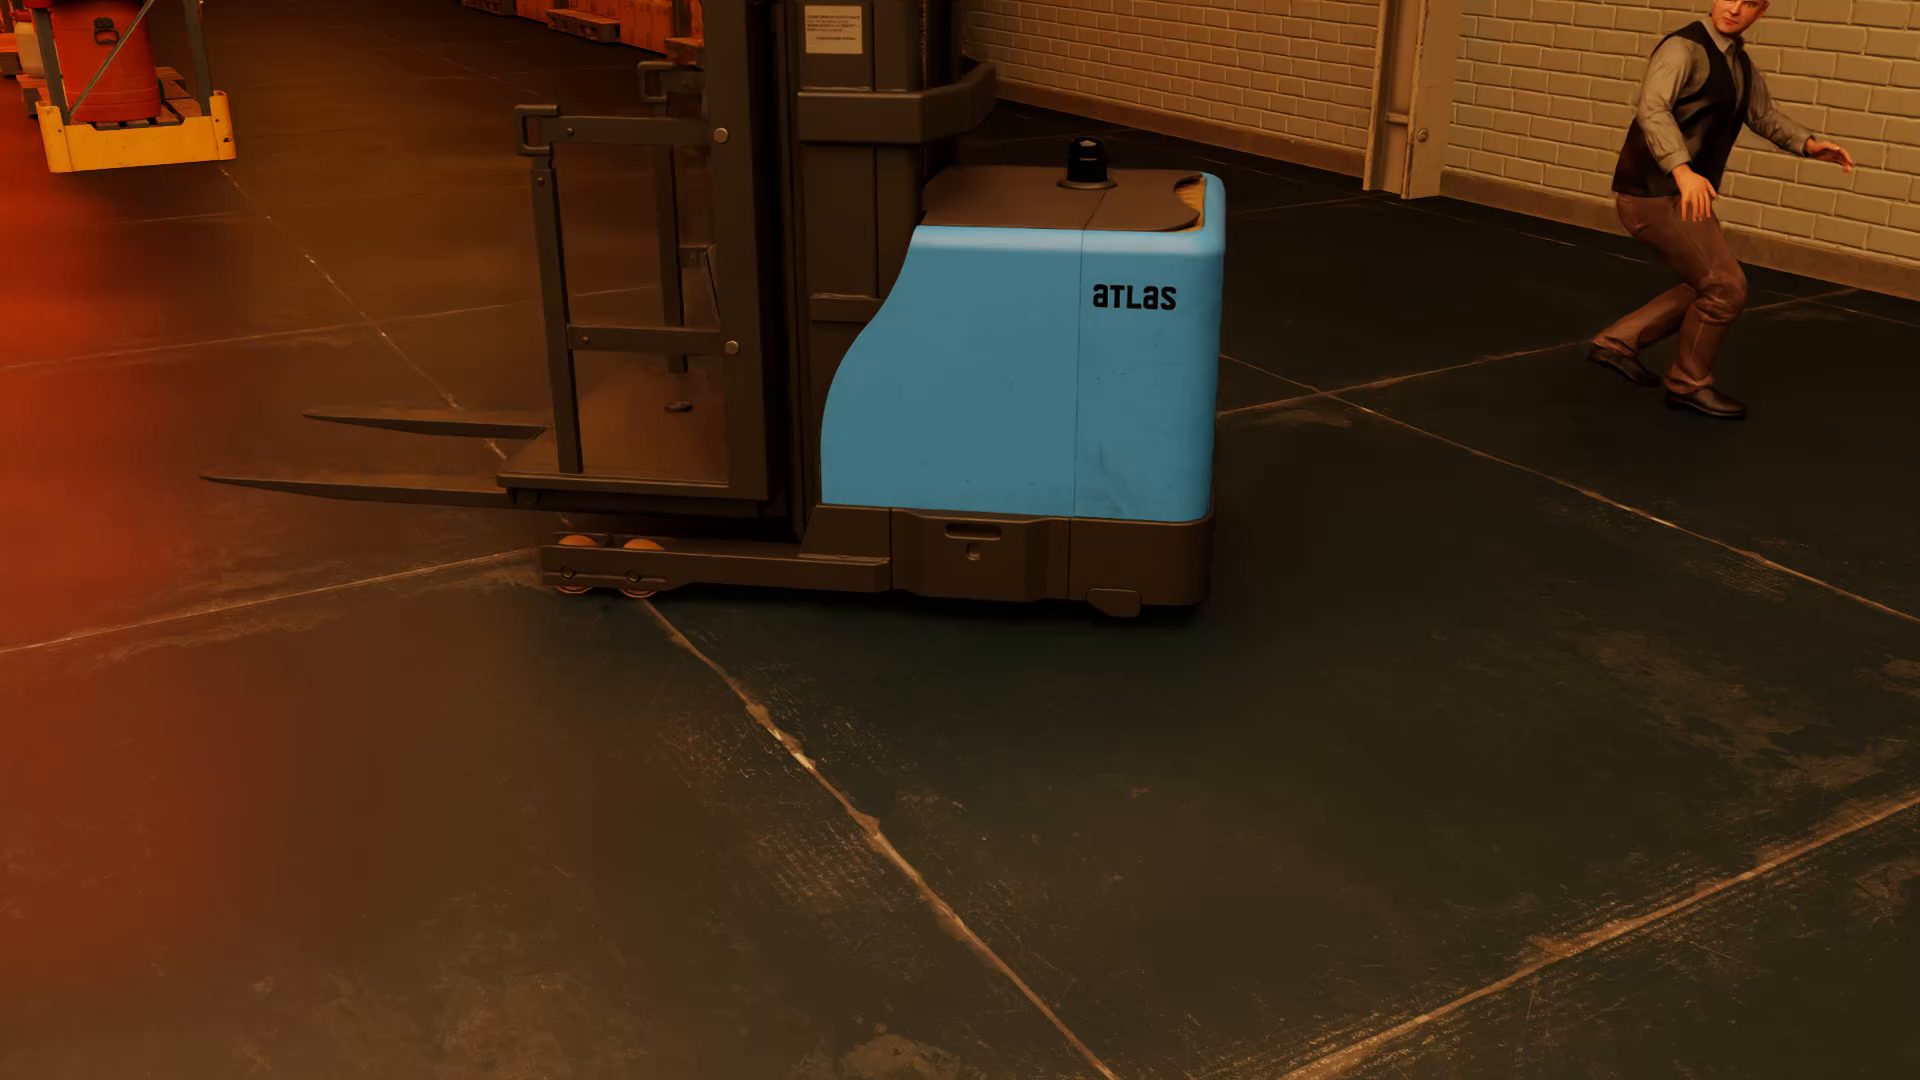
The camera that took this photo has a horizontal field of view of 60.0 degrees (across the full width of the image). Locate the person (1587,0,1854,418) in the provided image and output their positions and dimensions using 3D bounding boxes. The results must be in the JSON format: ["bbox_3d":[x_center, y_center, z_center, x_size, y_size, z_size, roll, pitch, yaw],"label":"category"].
[{"bbox_3d":[2.761,-1.236,6.029,0.770,1.605,0.835,14,26,31],"label":"person"}]

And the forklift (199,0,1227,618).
[{"bbox_3d":[-0.752,-1.384,4.647,3.031,2.935,1.130,3,23,8],"label":"forklift"}]
